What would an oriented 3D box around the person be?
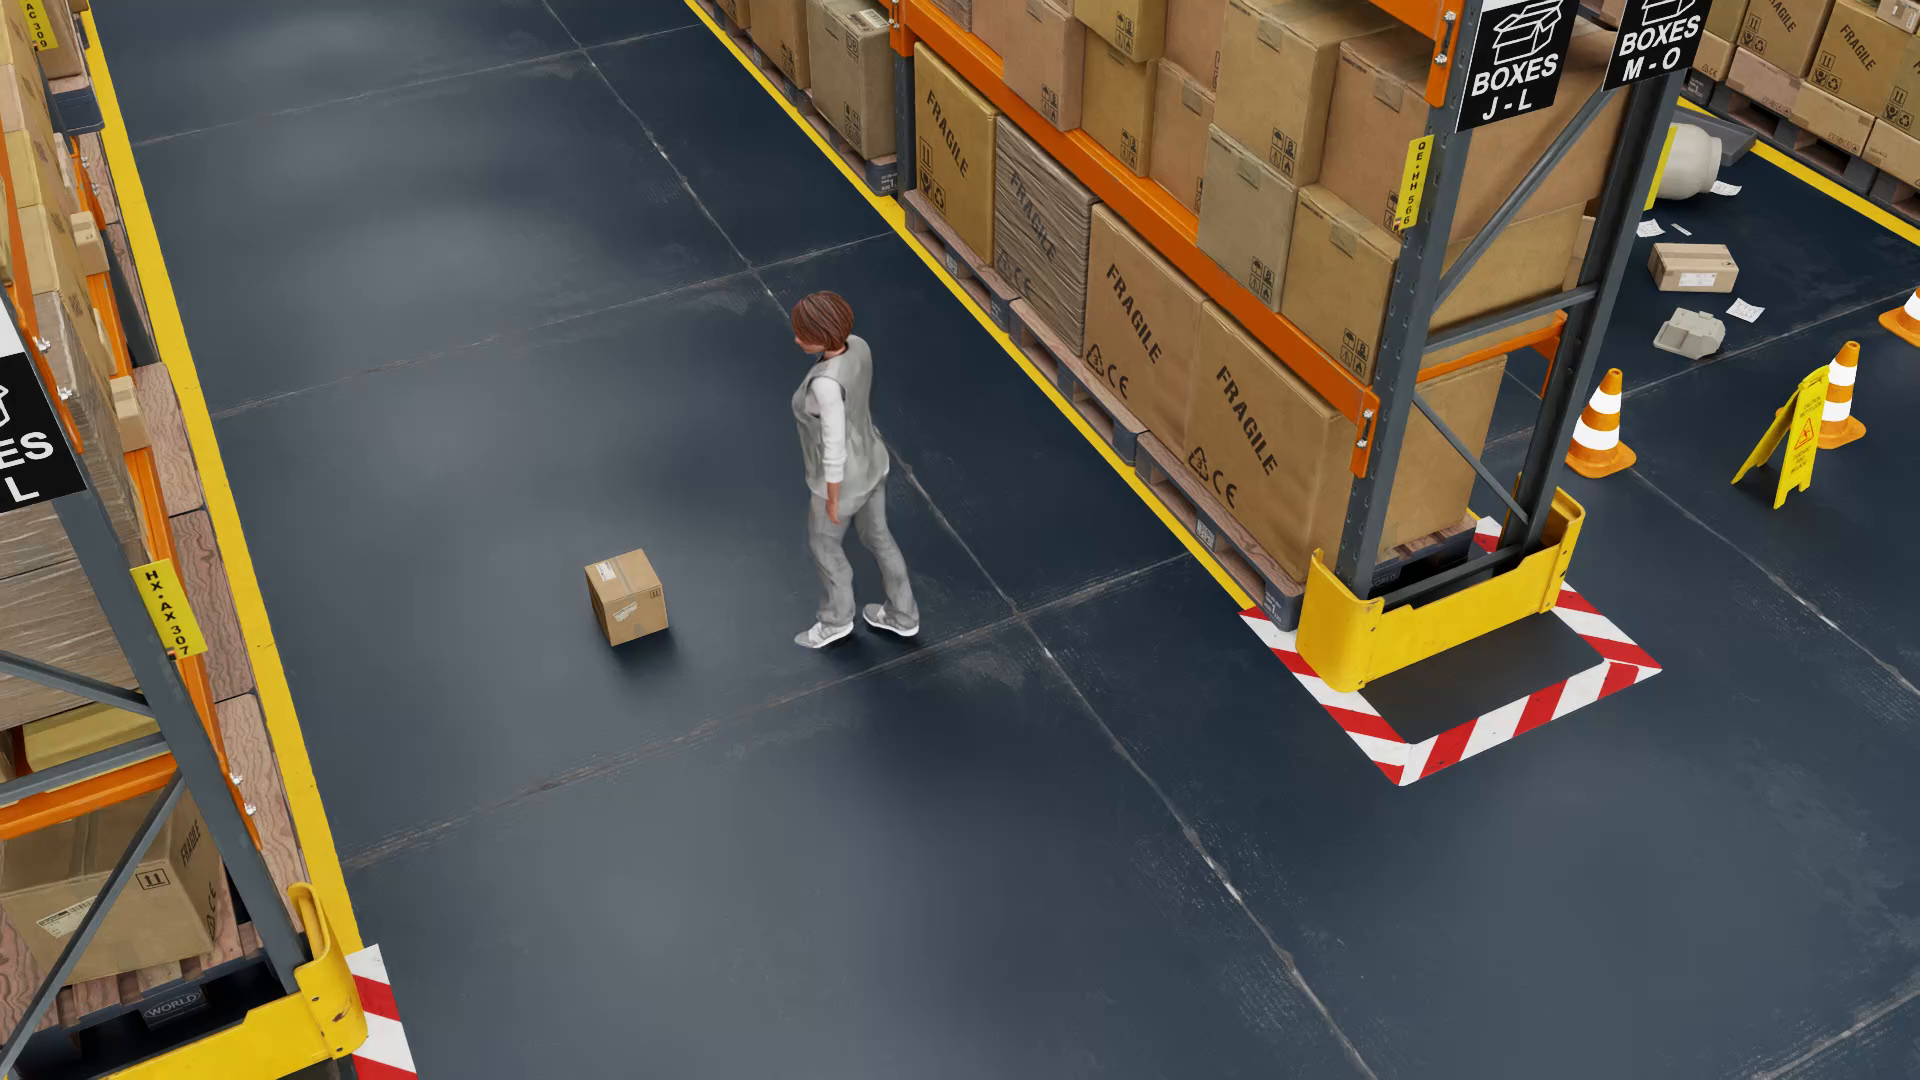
[{"bbox_3d":[-0.390,-0.221,6.433,0.502,1.639,0.434,15,44,17],"label":"person"}]
